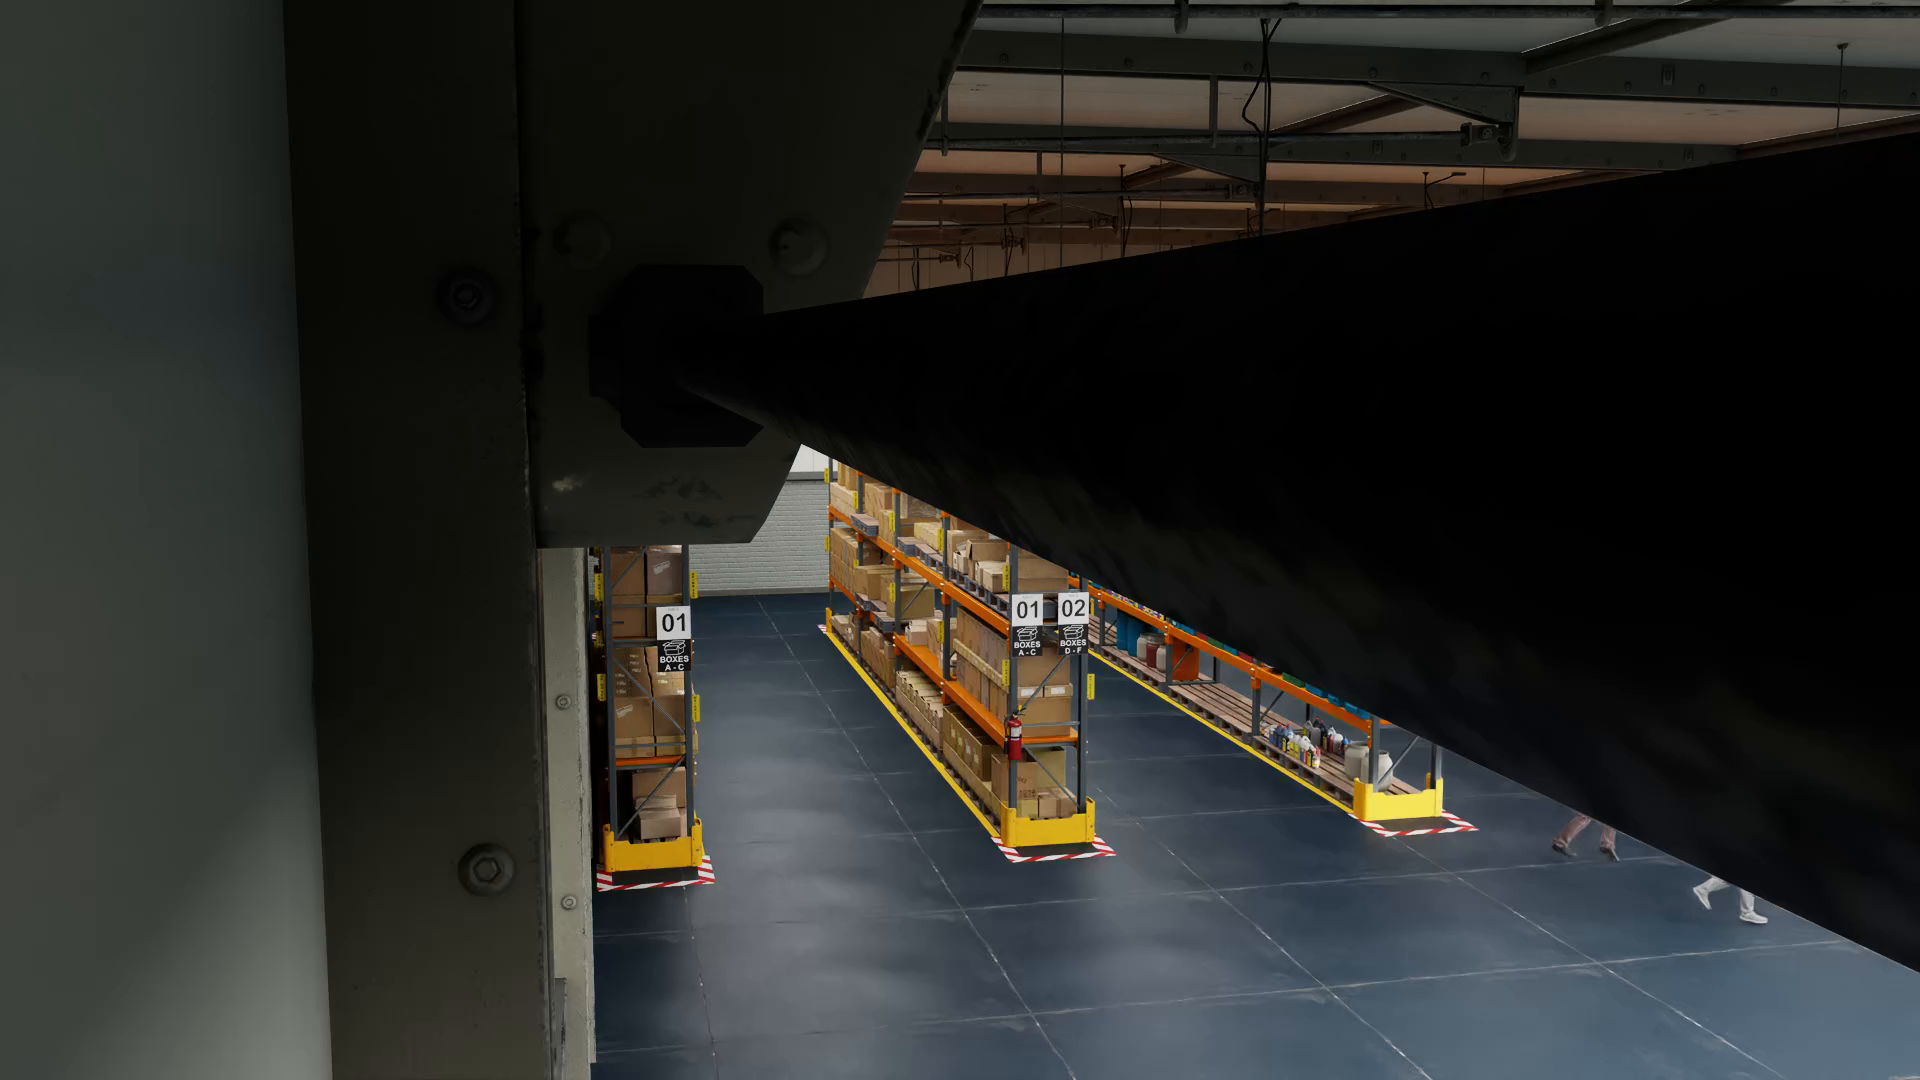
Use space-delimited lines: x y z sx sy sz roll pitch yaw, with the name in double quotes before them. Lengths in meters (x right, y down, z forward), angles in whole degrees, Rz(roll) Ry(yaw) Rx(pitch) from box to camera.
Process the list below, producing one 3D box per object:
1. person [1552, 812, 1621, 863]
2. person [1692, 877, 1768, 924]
"person" 7.748 3.073 20.350 0.894 1.769 0.543 2 7 20
"person" 8.457 3.343 18.166 0.766 1.683 0.363 2 7 17
